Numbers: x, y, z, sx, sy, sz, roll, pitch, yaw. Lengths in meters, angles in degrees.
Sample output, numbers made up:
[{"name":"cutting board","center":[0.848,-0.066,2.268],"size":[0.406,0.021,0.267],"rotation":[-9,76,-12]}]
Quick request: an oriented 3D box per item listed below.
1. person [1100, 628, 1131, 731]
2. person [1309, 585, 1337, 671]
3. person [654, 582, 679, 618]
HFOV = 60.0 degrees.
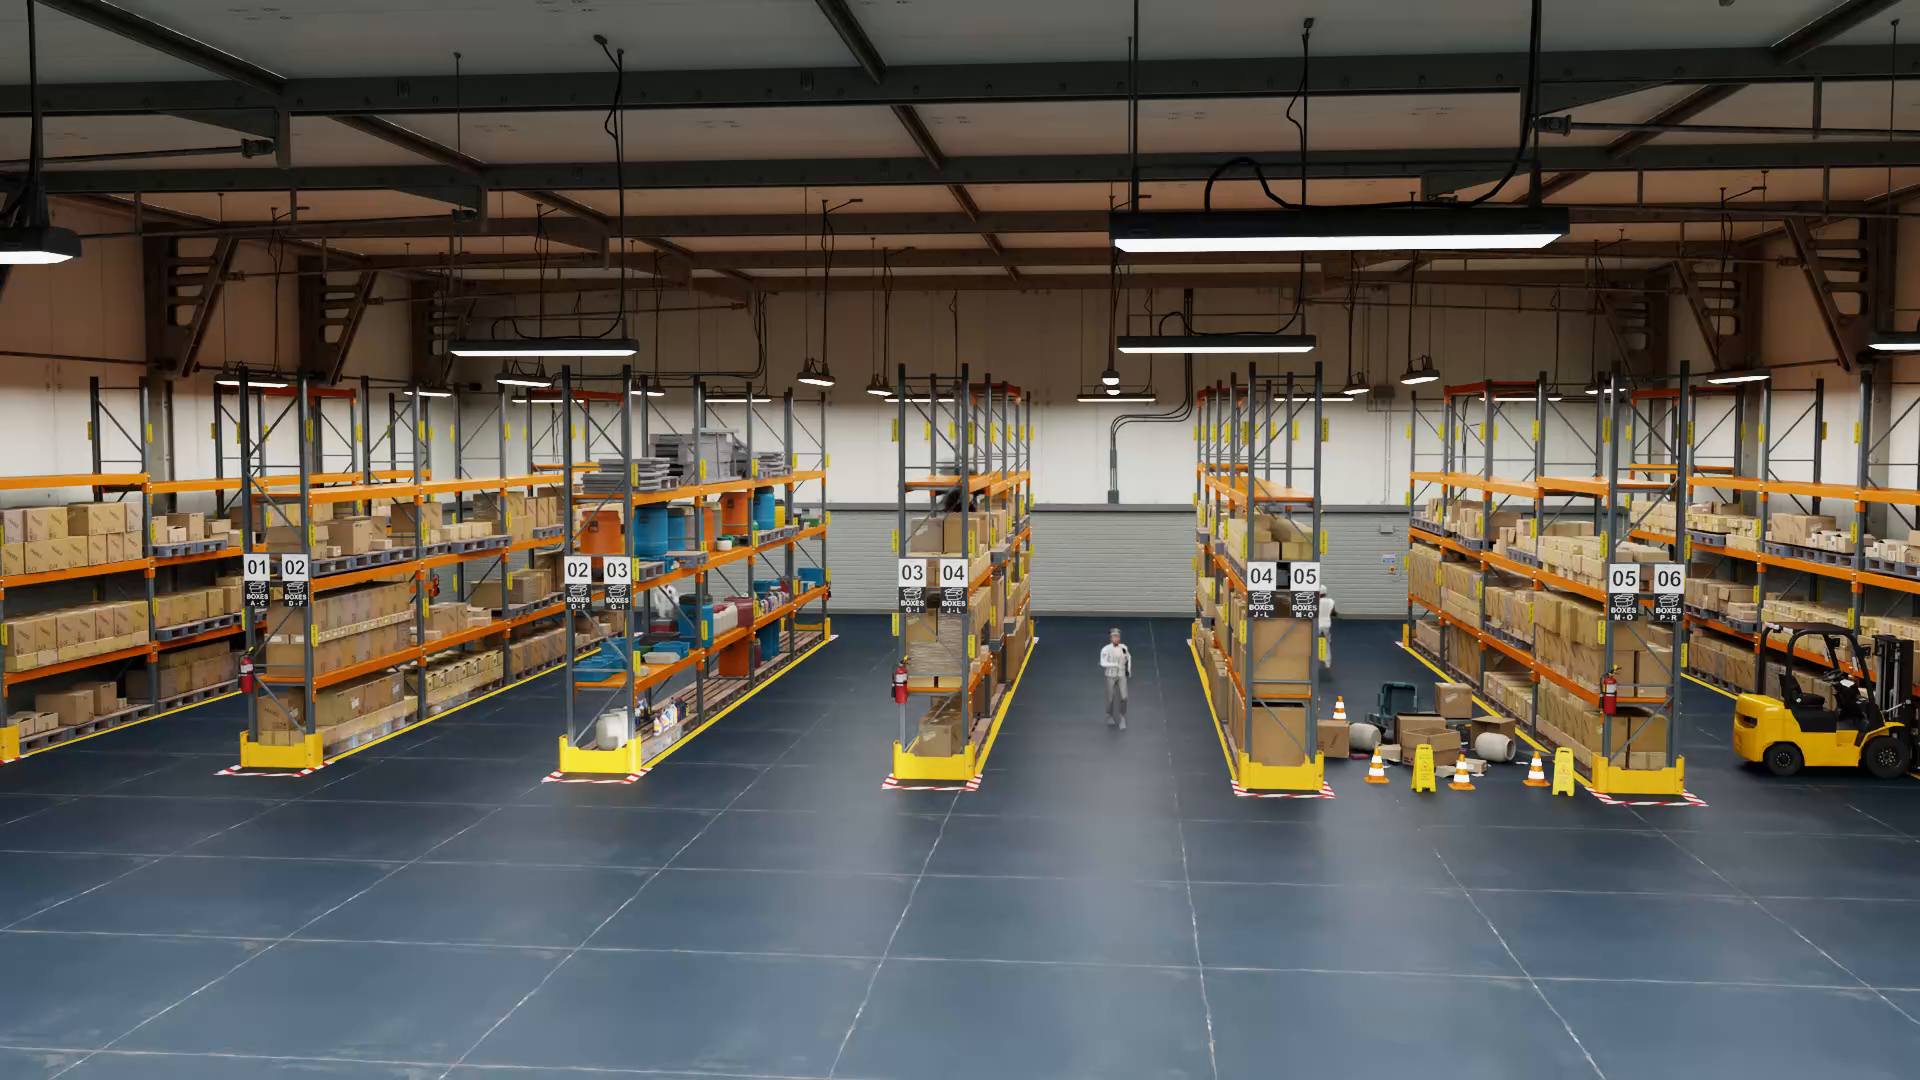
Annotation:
[{"name":"person","center":[2.650,2.349,28.167],"size":[0.576,1.727,0.714],"rotation":[0,4,-5]},{"name":"person","center":[7.577,1.871,34.859],"size":[0.704,1.849,0.798],"rotation":[0,4,-3]},{"name":"person","center":[-6.890,1.664,39.041],"size":[0.566,1.715,0.897],"rotation":[-1,4,-11]}]
